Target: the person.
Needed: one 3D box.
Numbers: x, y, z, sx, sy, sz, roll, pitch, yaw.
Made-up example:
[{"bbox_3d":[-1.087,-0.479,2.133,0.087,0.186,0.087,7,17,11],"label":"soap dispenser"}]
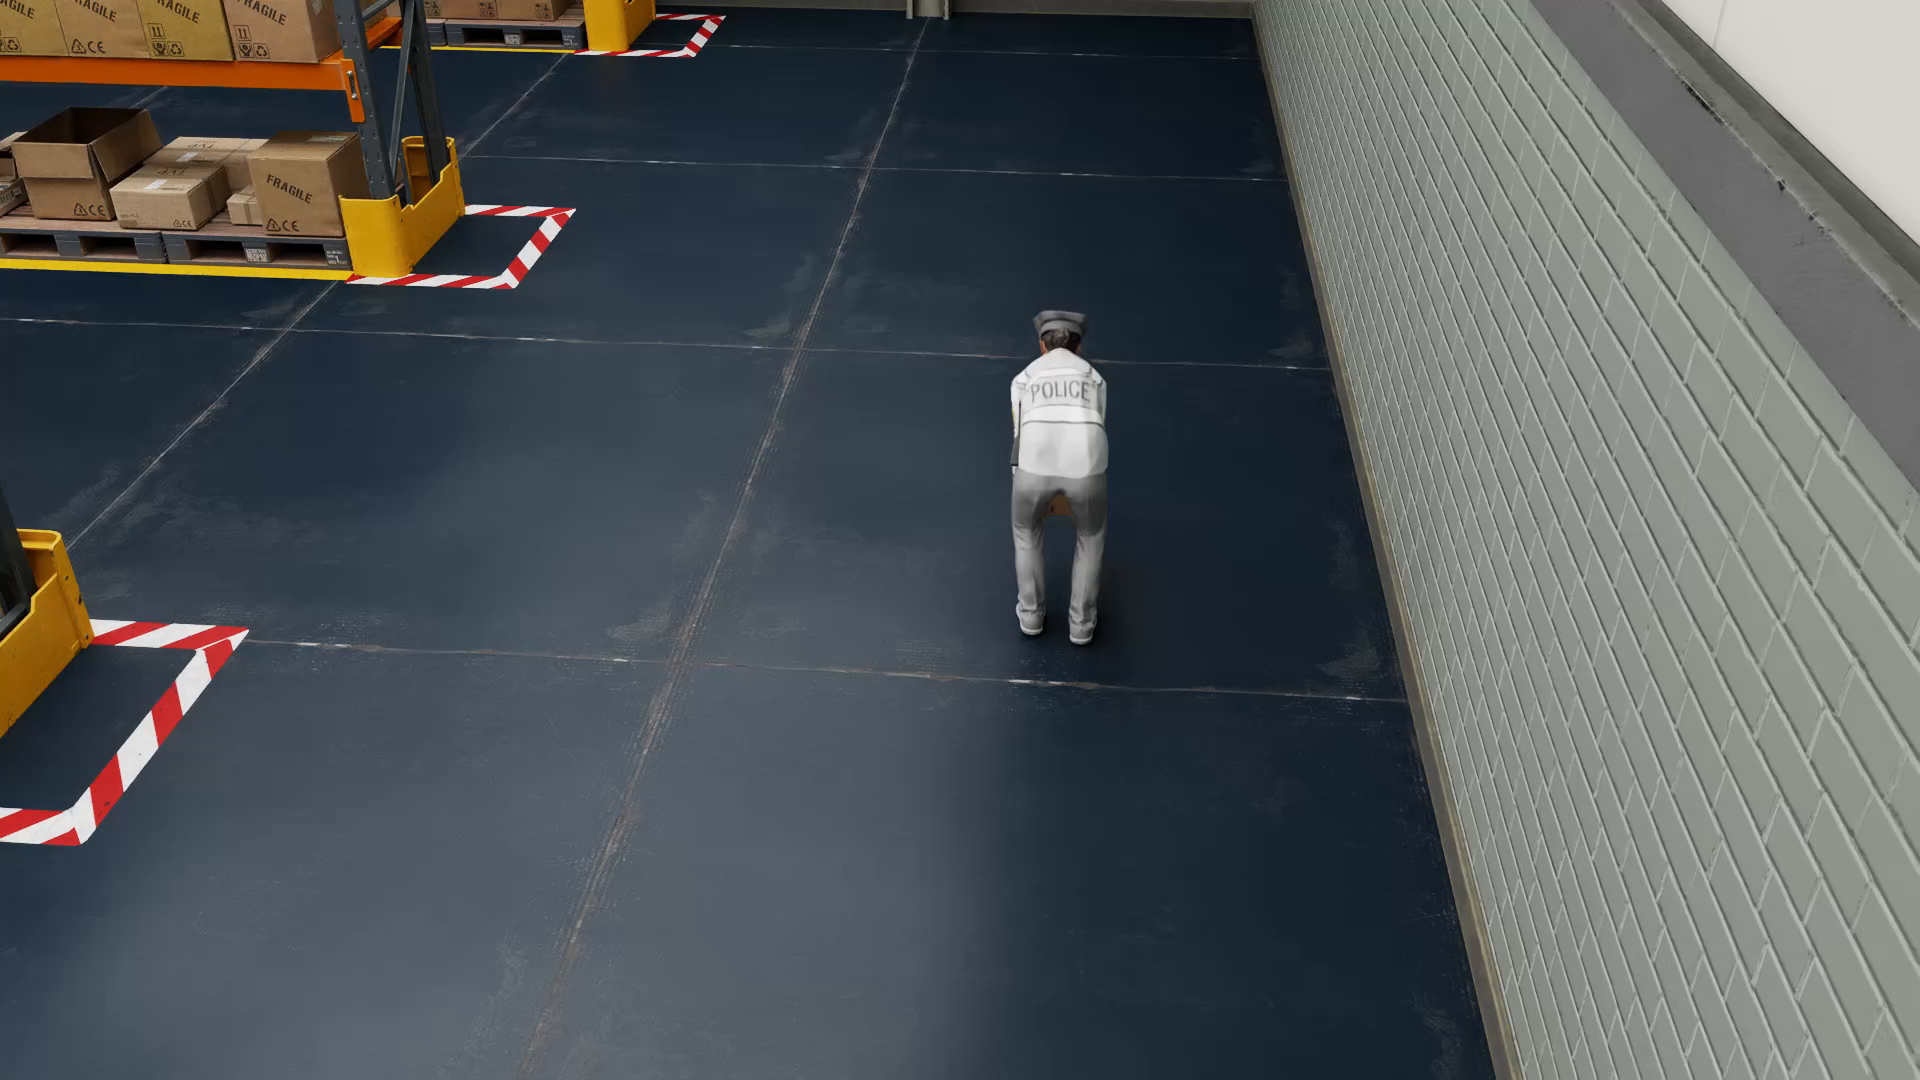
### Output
[{"bbox_3d":[0.410,-0.269,6.958,0.412,1.251,0.905,2,32,3],"label":"person"}]
